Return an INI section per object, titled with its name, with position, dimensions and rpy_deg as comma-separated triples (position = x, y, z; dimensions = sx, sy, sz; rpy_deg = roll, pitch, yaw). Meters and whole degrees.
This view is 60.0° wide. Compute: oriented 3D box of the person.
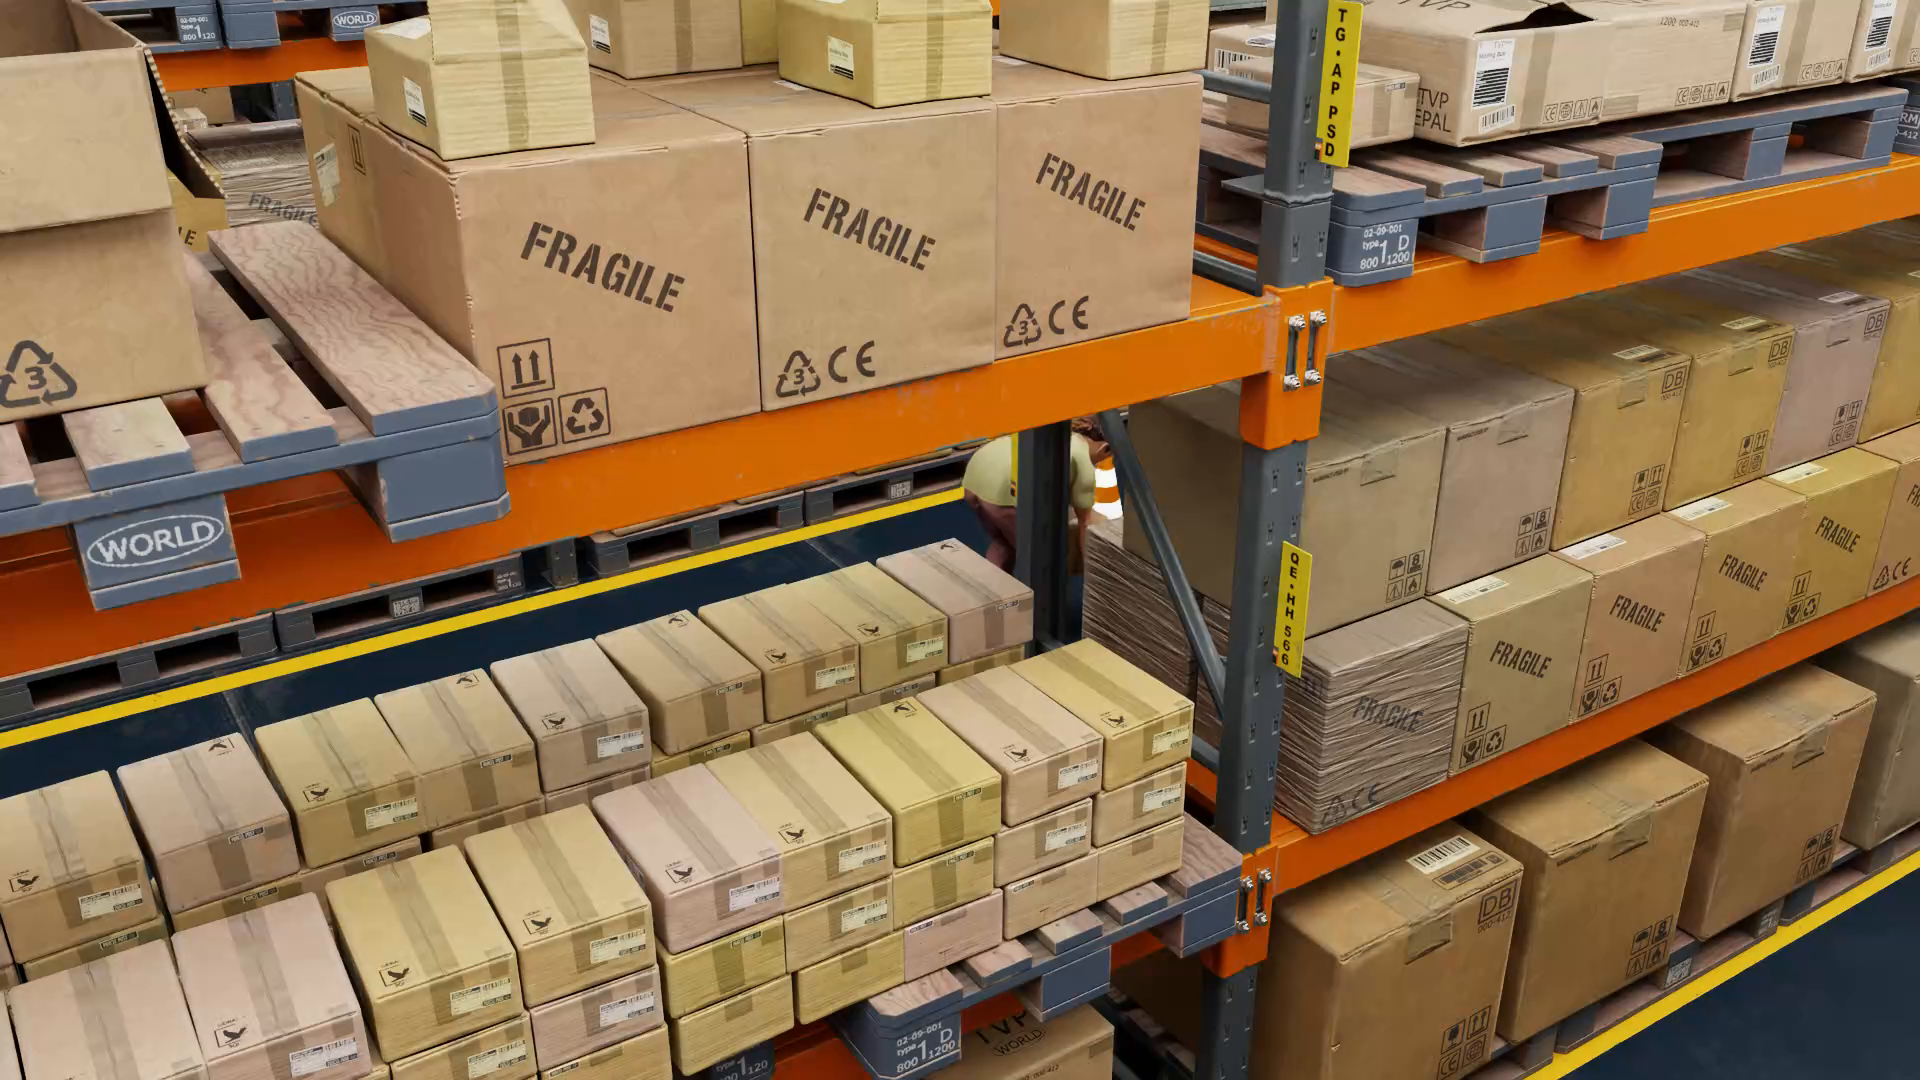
[person]
position = 0.417, -0.053, 7.919
dimensions = 0.873, 1.084, 0.429
rpy_deg = -17, 30, -31
